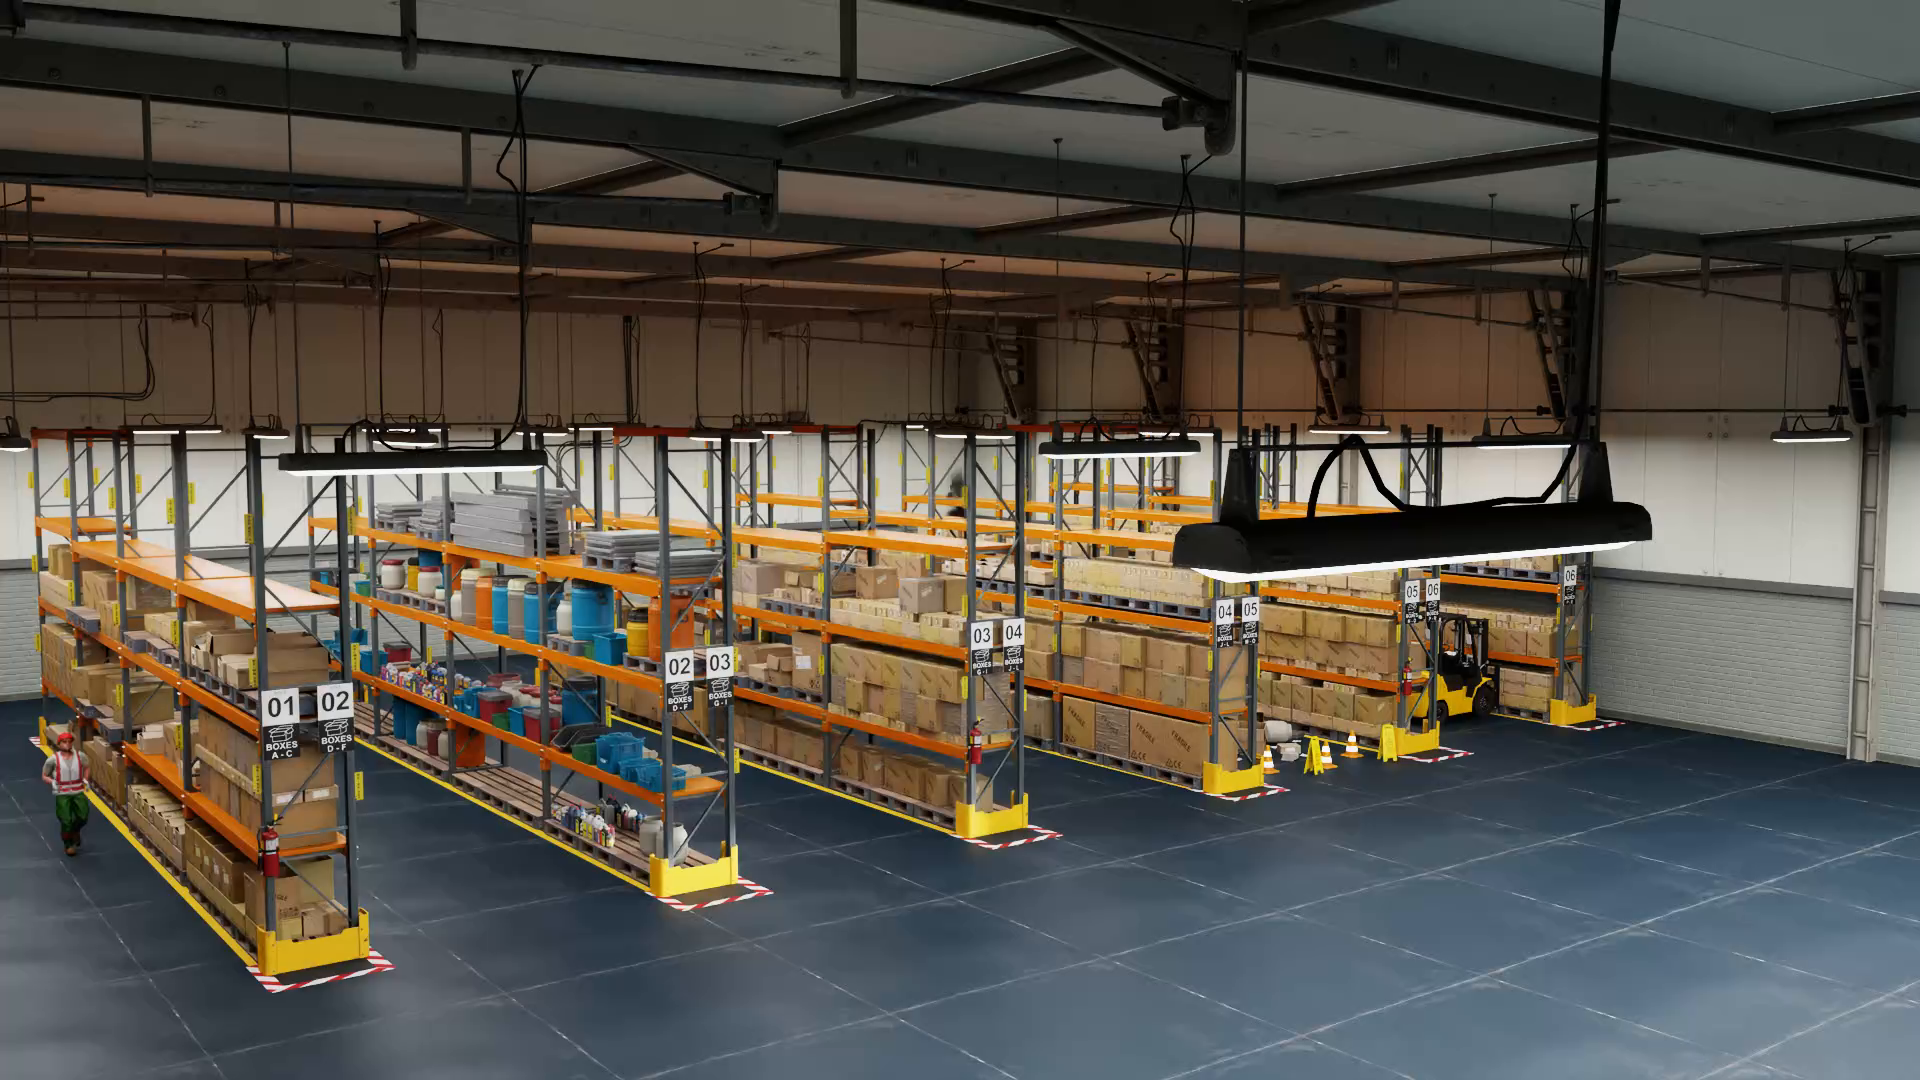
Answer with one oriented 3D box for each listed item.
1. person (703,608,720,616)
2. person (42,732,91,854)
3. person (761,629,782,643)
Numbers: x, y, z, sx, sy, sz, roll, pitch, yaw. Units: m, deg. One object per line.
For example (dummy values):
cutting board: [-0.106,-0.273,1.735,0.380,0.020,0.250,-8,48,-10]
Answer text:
person: [-6.295,2.263,40.987,0.888,1.691,0.511,3,6,36]
person: [-12.654,3.601,23.632,0.649,1.740,0.604,-4,6,-40]
person: [-4.895,2.098,42.269,1.050,1.768,0.707,-4,6,-41]
